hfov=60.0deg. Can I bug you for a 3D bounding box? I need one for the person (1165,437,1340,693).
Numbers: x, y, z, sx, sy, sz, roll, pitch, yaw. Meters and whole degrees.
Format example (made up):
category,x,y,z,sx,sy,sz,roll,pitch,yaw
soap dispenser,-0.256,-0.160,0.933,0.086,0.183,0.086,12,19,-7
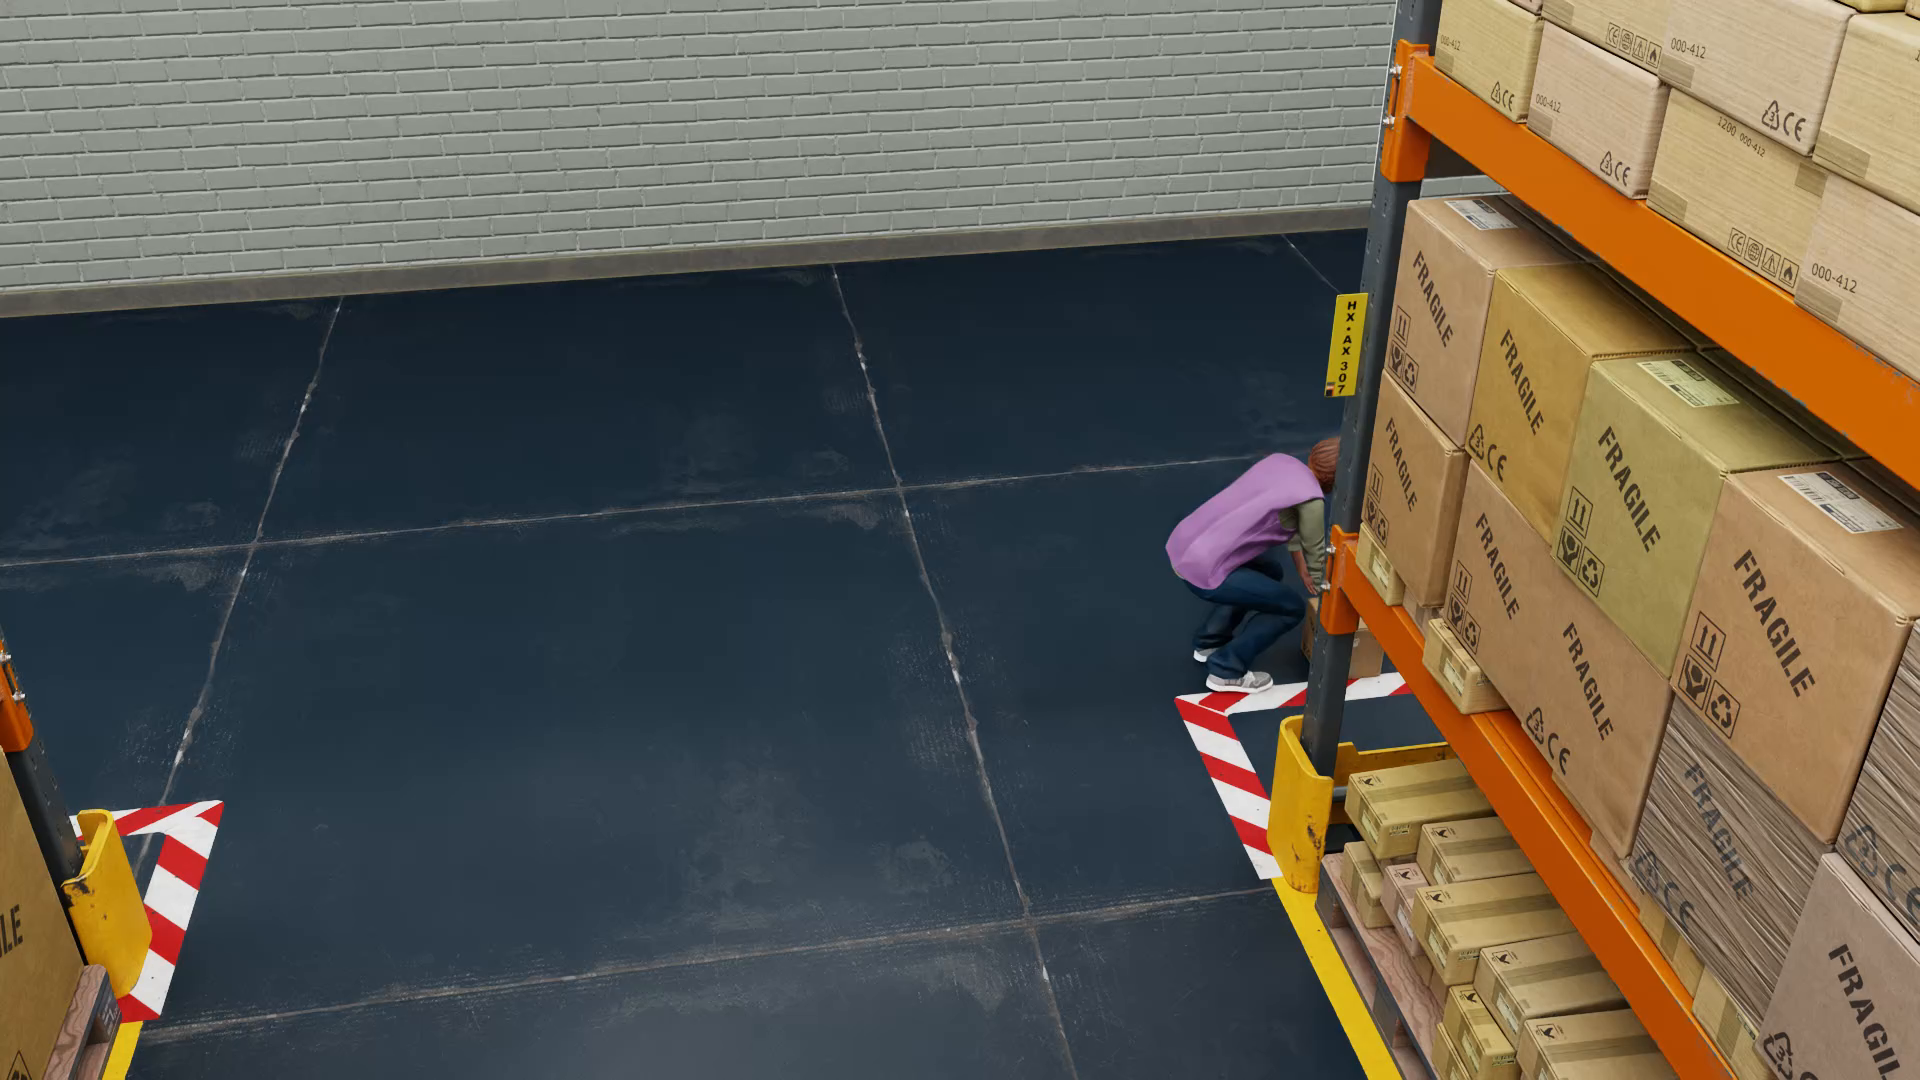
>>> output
category,x,y,z,sx,sy,sz,roll,pitch,yaw
person,1.183,0.088,6.567,0.768,1.010,0.458,-4,31,-6
